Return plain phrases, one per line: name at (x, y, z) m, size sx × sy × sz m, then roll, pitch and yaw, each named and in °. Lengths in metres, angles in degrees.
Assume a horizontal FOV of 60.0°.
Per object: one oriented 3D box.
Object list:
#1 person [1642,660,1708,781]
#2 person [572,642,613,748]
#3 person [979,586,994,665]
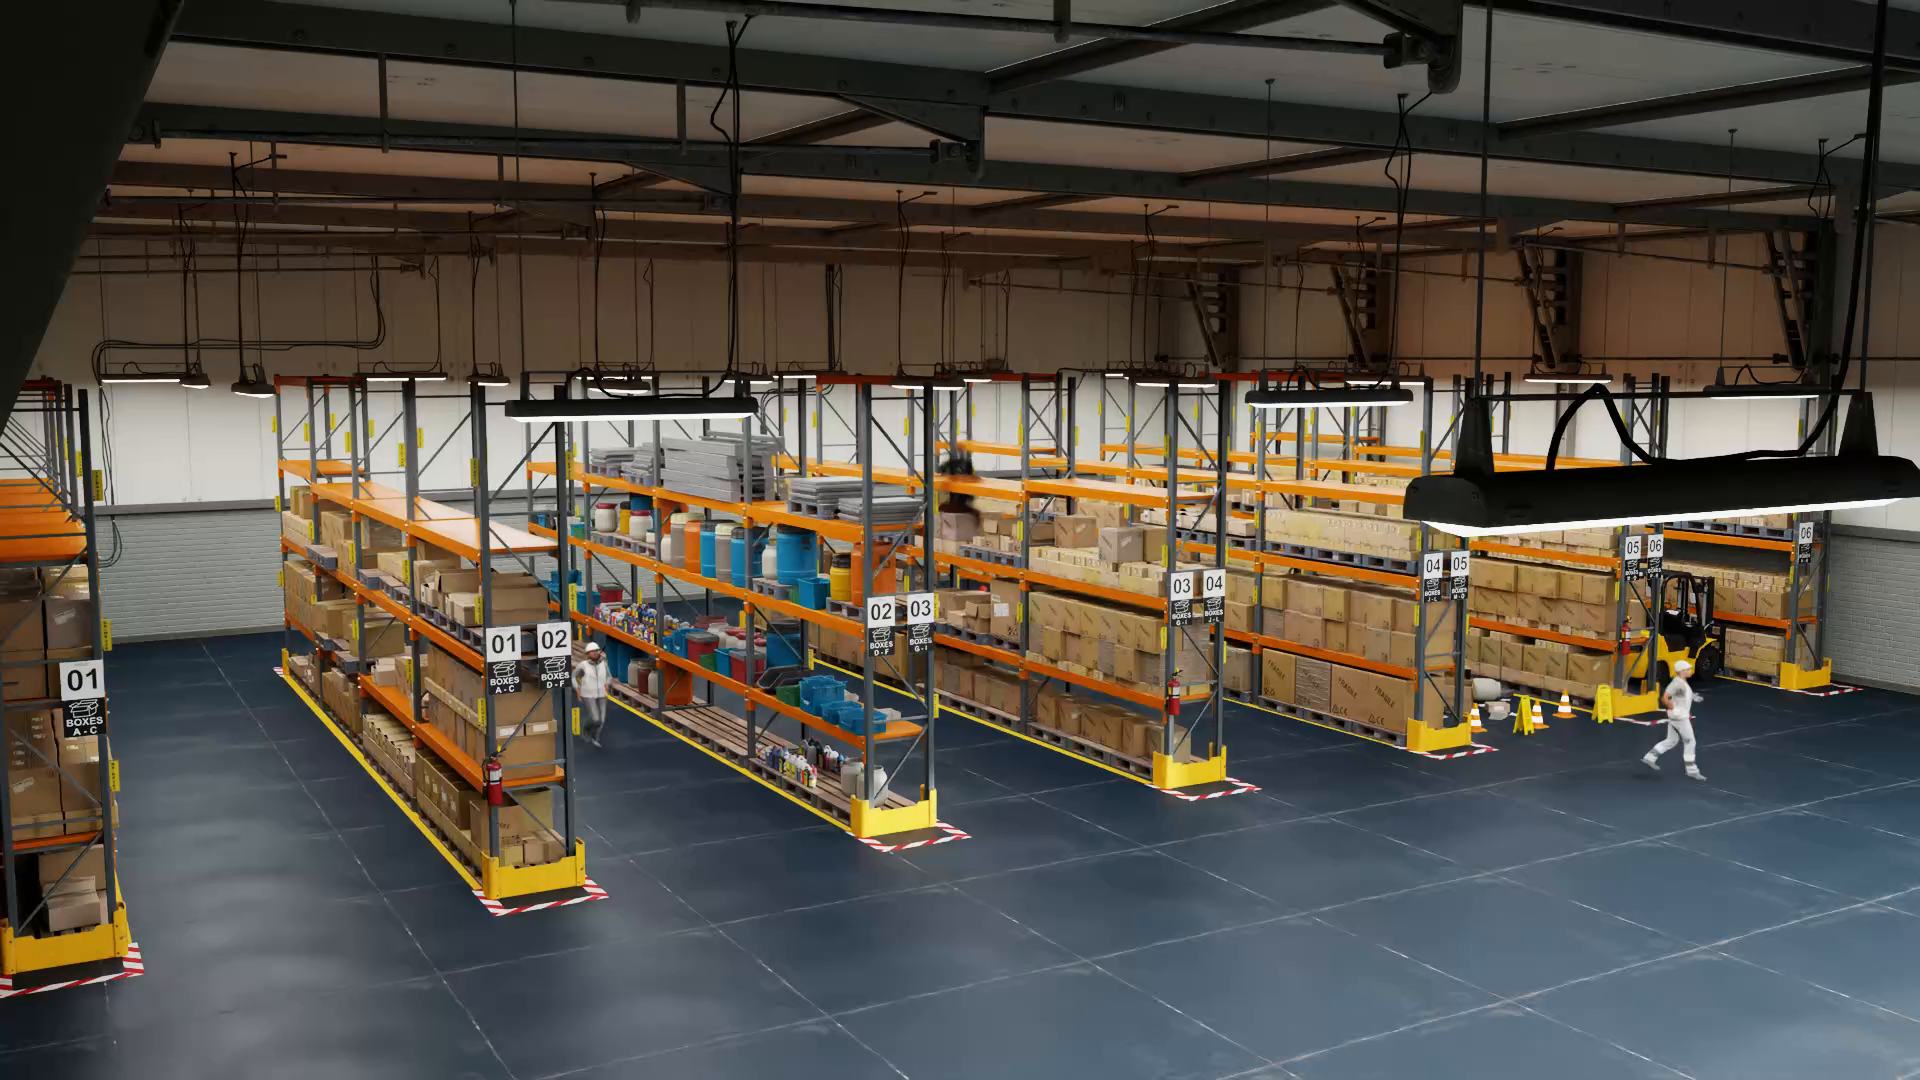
person at (10.811, 2.694, 25.086) m, size 0.928 × 1.804 × 0.633 m, roll 2°, pitch 7°, yaw 17°
person at (-5.906, 2.527, 26.928) m, size 0.657 × 1.729 × 0.575 m, roll -5°, pitch 8°, yaw -36°
person at (0.485, 1.795, 33.565) m, size 0.664 × 1.747 × 0.769 m, roll -4°, pitch 8°, yaw -35°
